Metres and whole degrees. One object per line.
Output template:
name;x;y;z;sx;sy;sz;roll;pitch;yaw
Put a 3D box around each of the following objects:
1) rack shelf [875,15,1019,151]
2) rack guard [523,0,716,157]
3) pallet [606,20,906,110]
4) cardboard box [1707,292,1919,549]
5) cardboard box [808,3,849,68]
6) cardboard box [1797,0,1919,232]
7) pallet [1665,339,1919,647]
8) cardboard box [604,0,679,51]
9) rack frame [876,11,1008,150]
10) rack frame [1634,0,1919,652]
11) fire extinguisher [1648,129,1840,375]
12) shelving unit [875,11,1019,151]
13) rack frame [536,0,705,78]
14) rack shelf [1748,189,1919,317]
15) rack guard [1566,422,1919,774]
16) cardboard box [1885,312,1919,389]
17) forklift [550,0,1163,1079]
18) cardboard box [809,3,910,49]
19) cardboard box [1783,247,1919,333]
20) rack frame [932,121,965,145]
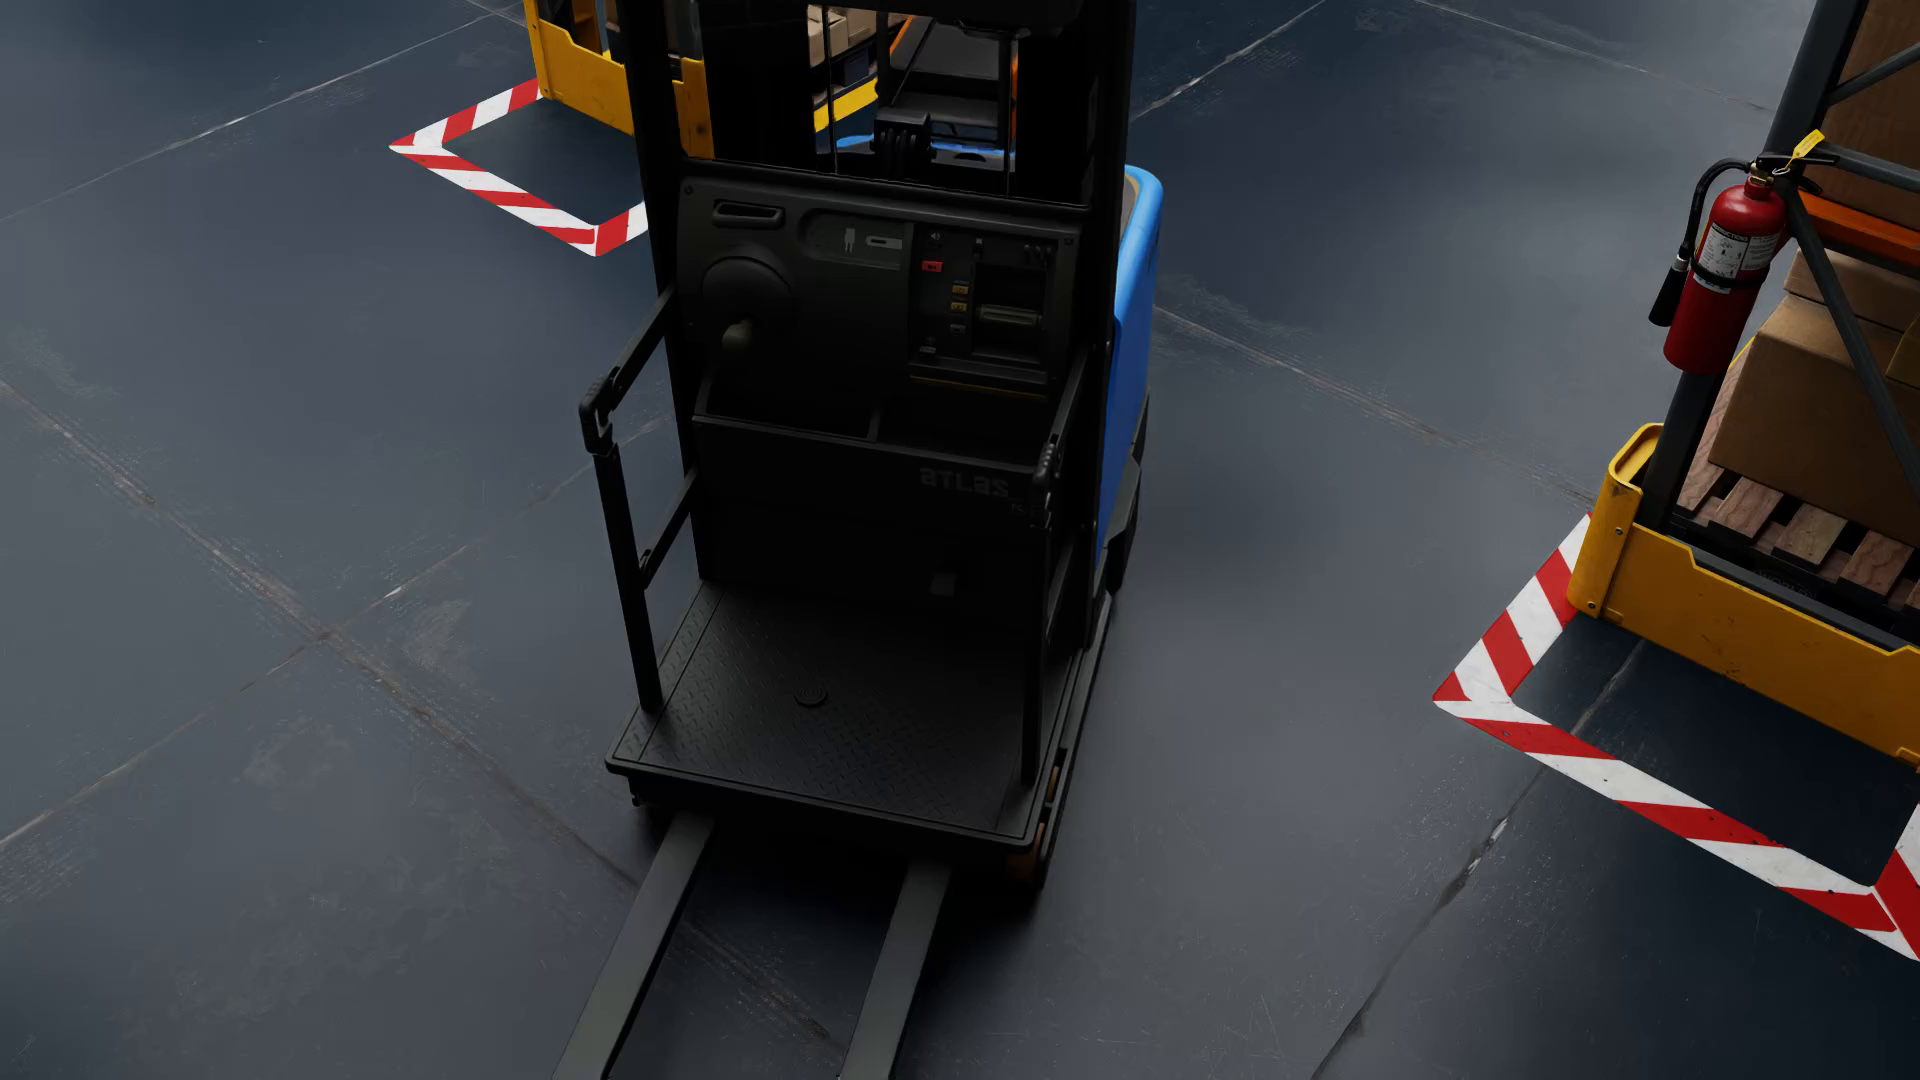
rack shelf;0.012;-1.366;5.212;0.431;0.518;0.480;9;43;10
rack guard;-1.355;-2.032;7.113;1.175;0.500;0.348;29;50;28
pallet;-0.842;-2.336;7.662;1.003;0.211;1.213;29;50;28
cardboard box;2.764;-0.409;5.016;0.700;0.500;0.500;29;50;28
cardboard box;-0.710;-2.228;7.249;0.380;0.166;0.250;29;50;28
cardboard box;2.711;-1.153;4.065;0.980;0.700;0.700;32;51;30
pallet;2.845;-0.189;5.301;1.003;0.211;1.213;29;50;28
cardboard box;-1.242;-2.542;7.347;0.500;0.500;0.500;29;50;28
rack frame;-0.047;-1.217;5.028;0.400;2.100;0.015;9;43;10
rack frame;2.390;-0.775;3.872;1.000;3.000;0.127;29;50;28
fire extinguisher;1.940;-0.730;4.158;0.296;0.674;0.183;29;50;28
shelving unit;0.012;-1.376;5.203;0.431;2.100;0.503;9;43;10
rack frame;-1.404;-2.918;6.229;1.000;3.000;0.127;29;50;28
rack shelf;3.678;-1.538;5.247;1.077;0.370;4.000;29;50;28
rack guard;2.375;0.162;4.700;1.175;0.500;0.348;29;50;28
cardboard box;2.837;-0.498;4.632;0.380;0.149;0.250;30;50;29
forklift;-0.245;-0.493;3.614;1.130;2.935;3.031;9;43;10
cardboard box;-0.515;-2.478;7.462;0.500;0.250;0.500;29;50;28
cardboard box;2.707;-0.794;4.957;0.380;0.149;0.250;29;50;28
rack frame;0.071;-1.536;5.378;0.400;2.100;0.015;9;43;10
